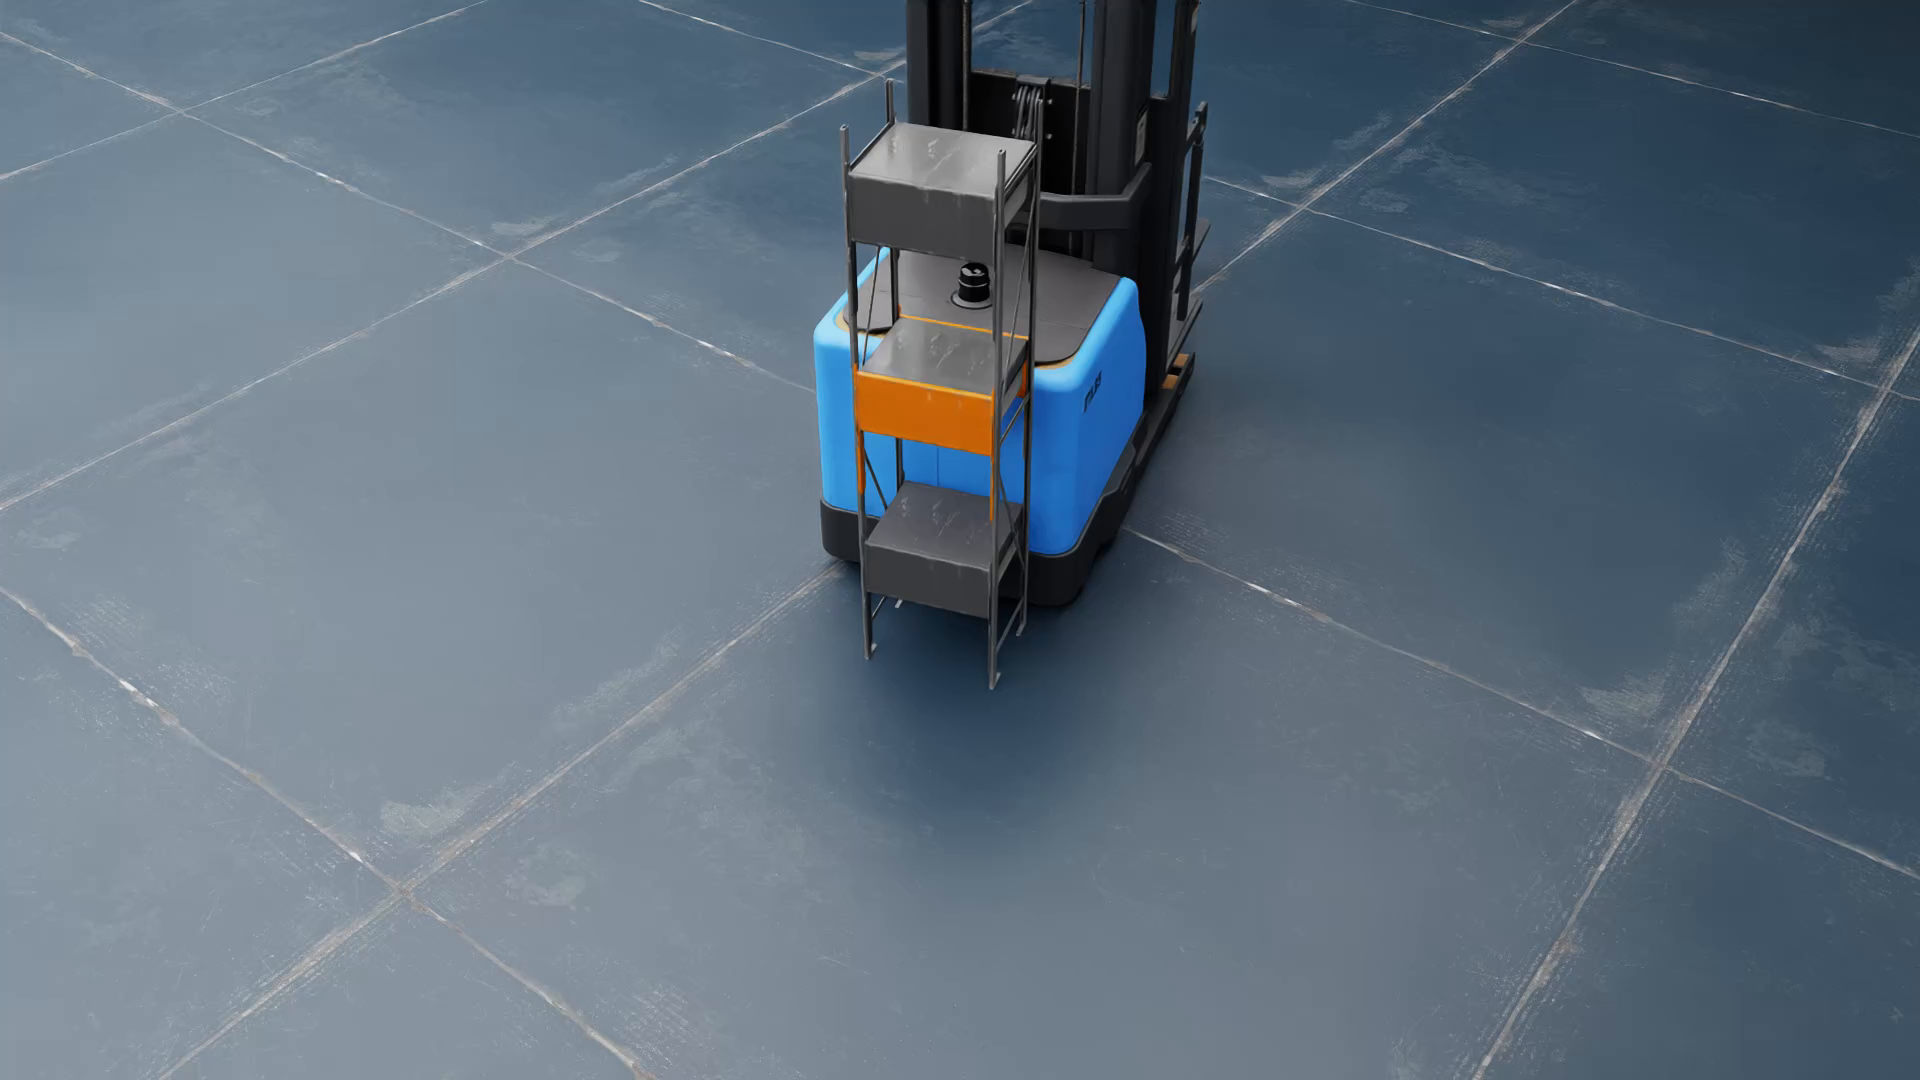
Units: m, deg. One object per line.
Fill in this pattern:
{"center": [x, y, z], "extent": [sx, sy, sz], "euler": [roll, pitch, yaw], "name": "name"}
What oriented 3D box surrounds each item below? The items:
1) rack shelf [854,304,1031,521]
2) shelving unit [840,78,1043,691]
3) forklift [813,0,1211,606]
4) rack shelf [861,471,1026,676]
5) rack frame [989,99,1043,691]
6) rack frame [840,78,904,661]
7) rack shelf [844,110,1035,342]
{"center": [-0.050, -0.434, 5.623], "extent": [0.480, 0.518, 0.431], "euler": [12, 40, 15], "name": "rack shelf"}
{"center": [-0.050, -0.445, 5.615], "extent": [0.503, 2.100, 0.431], "euler": [12, 40, 15], "name": "shelving unit"}
{"center": [0.437, -1.814, 6.689], "extent": [1.130, 2.935, 3.031], "euler": [13, 40, 16], "name": "forklift"}
{"center": [-0.050, 0.117, 6.055], "extent": [0.480, 0.518, 0.431], "euler": [12, 40, 15], "name": "rack shelf"}
{"center": [0.180, -0.395, 5.551], "extent": [0.015, 2.100, 0.400], "euler": [12, 40, 15], "name": "rack frame"}
{"center": [-0.281, -0.494, 5.678], "extent": [0.015, 2.100, 0.400], "euler": [12, 40, 15], "name": "rack frame"}
{"center": [-0.050, -0.985, 5.192], "extent": [0.480, 0.518, 0.431], "euler": [12, 40, 15], "name": "rack shelf"}
